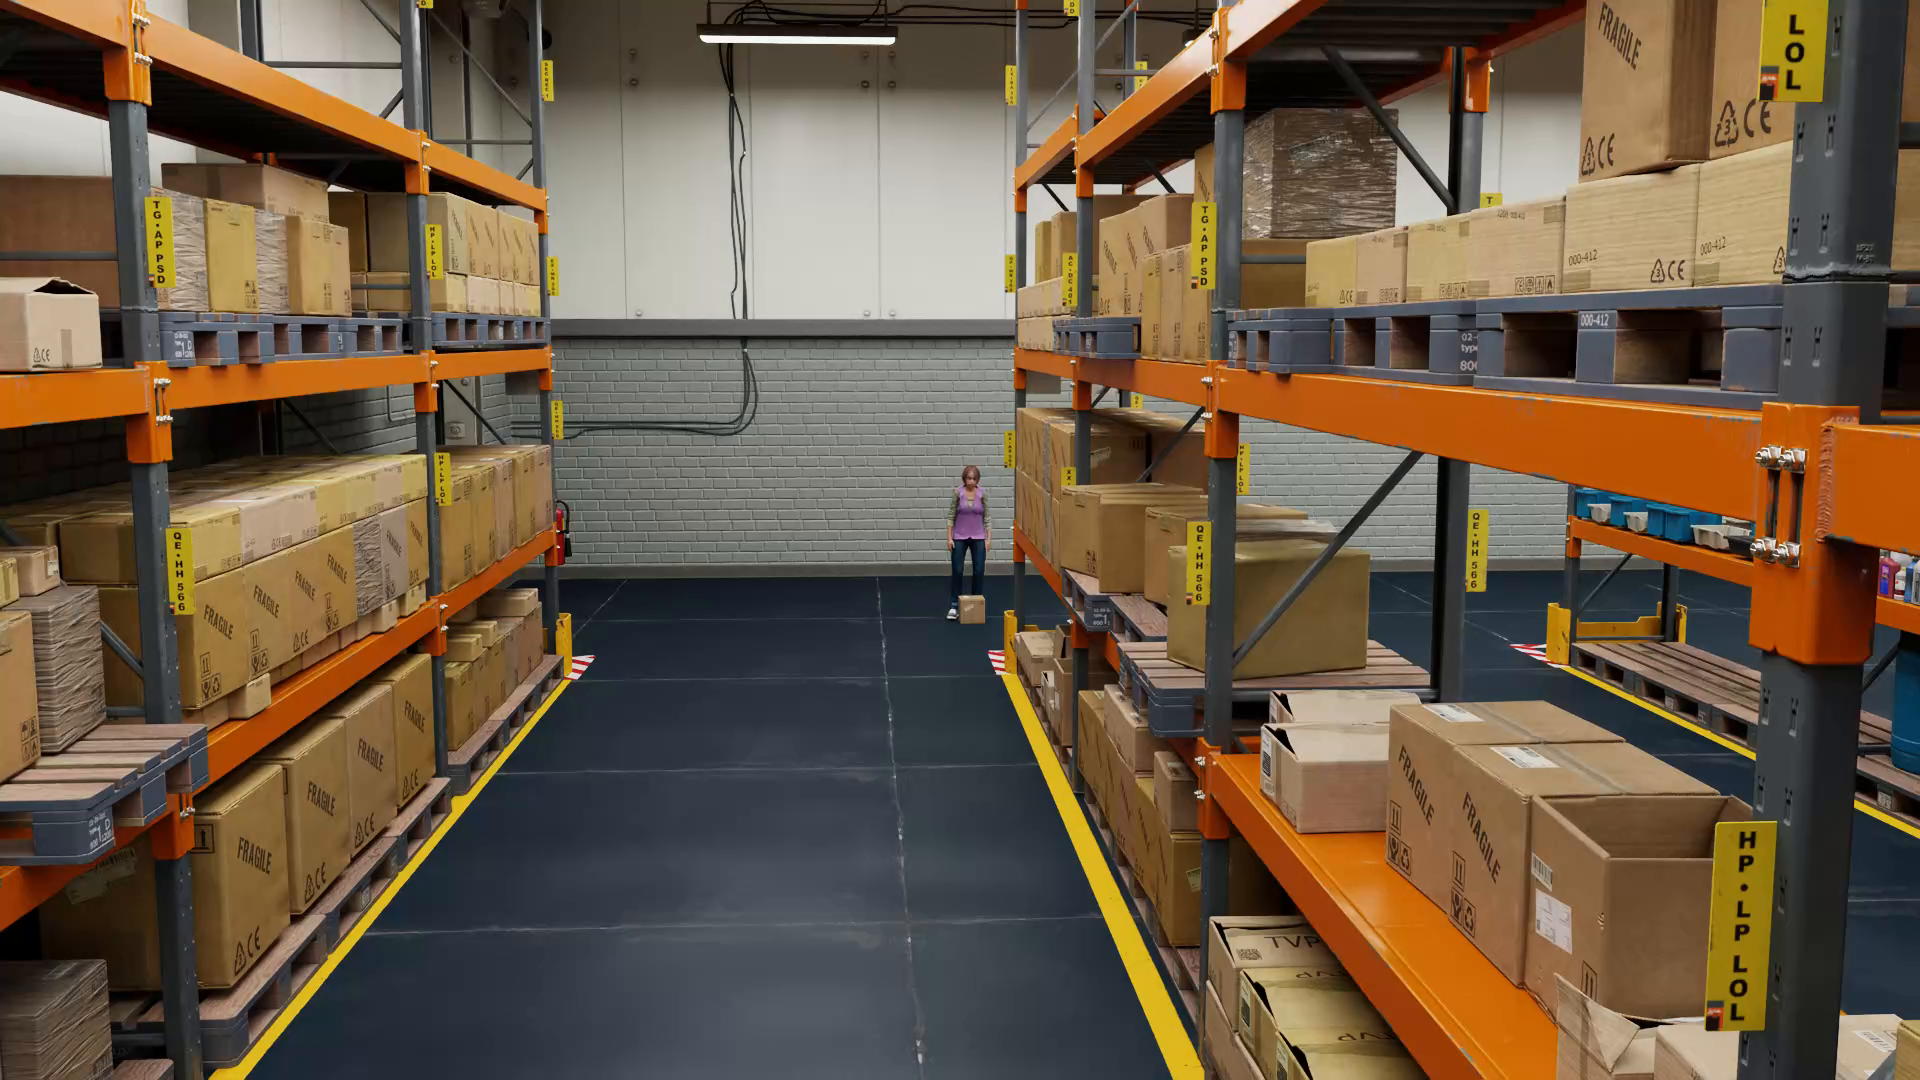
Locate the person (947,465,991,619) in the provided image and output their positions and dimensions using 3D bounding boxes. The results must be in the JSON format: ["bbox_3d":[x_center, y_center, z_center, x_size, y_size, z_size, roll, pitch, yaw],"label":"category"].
[{"bbox_3d":[0.094,0.017,17.167,0.468,1.593,0.350,-1,7,-4],"label":"person"}]
